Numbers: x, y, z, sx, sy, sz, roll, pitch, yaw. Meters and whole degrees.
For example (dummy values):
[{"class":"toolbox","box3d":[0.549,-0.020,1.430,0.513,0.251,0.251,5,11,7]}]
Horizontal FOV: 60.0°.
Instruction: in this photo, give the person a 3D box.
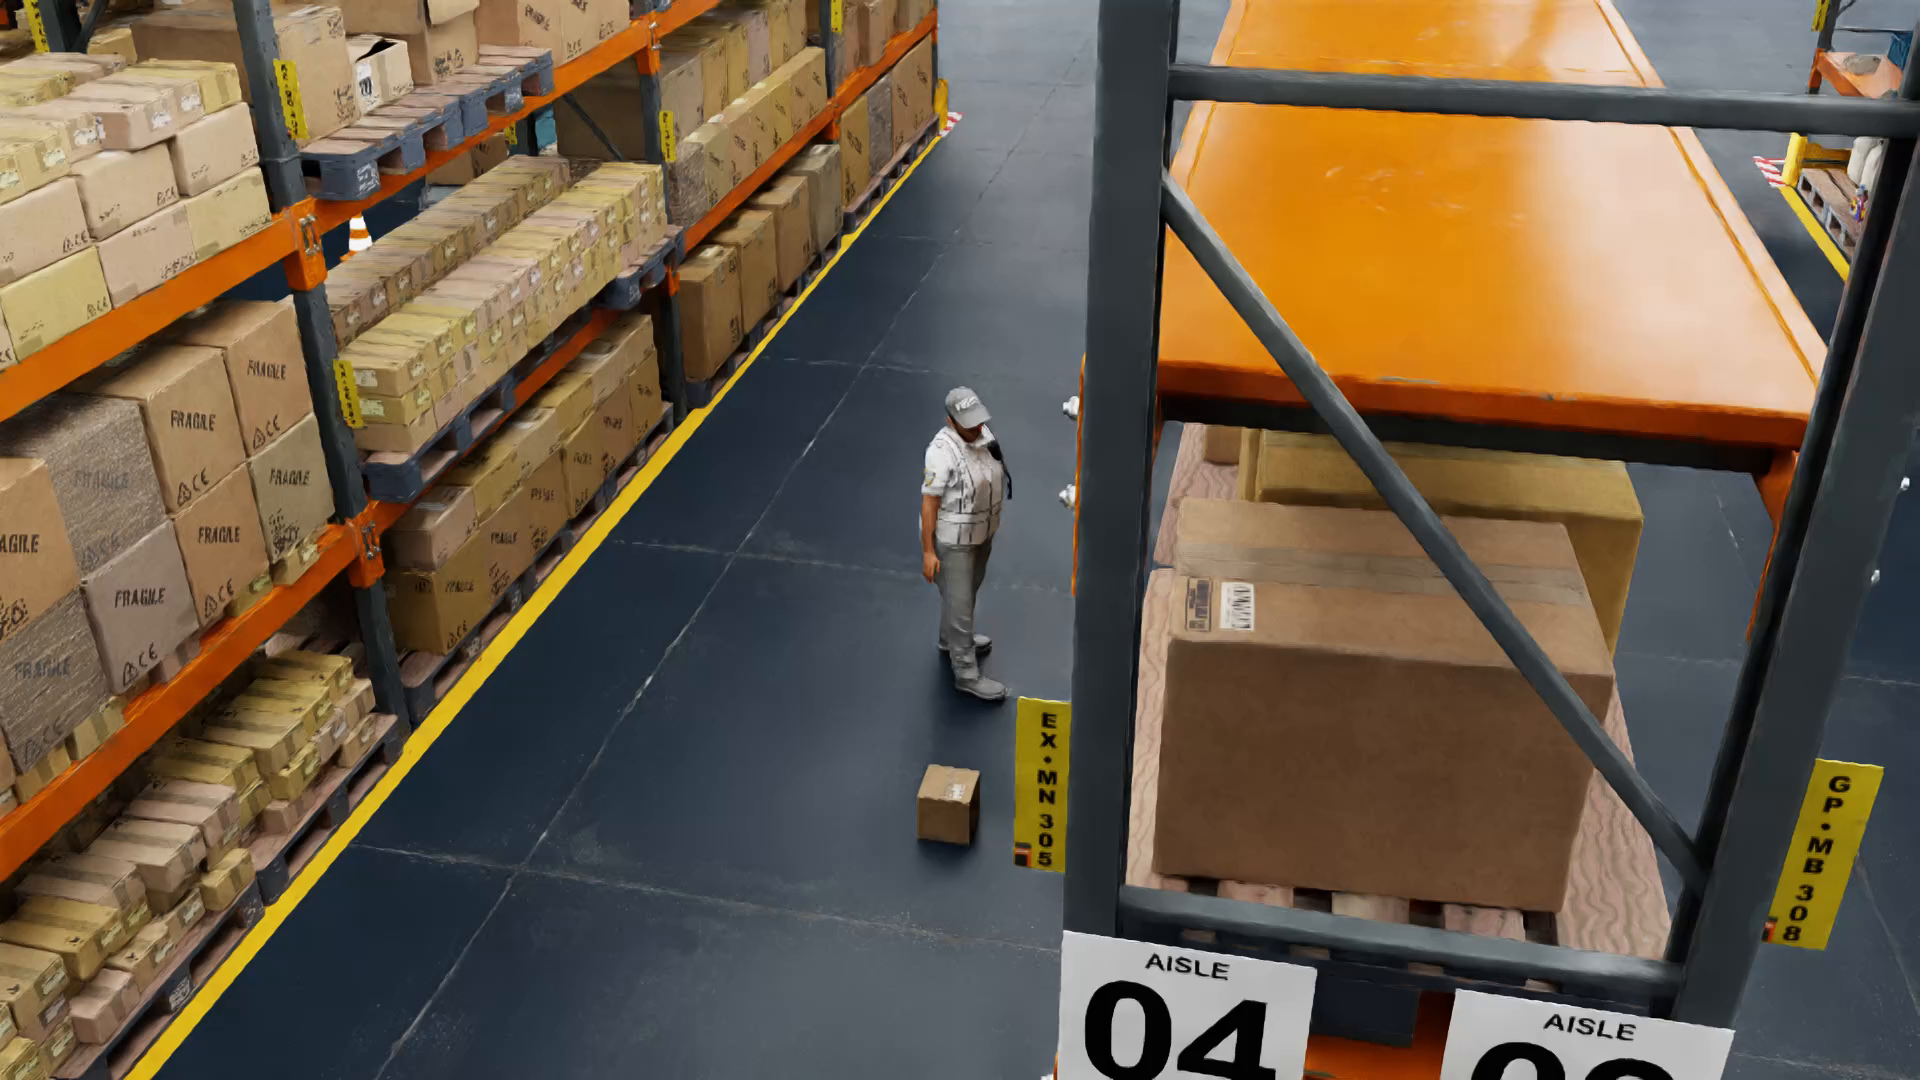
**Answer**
[{"class":"person","box3d":[0.053,0.001,8.573,0.591,1.658,0.662,18,34,29]}]
